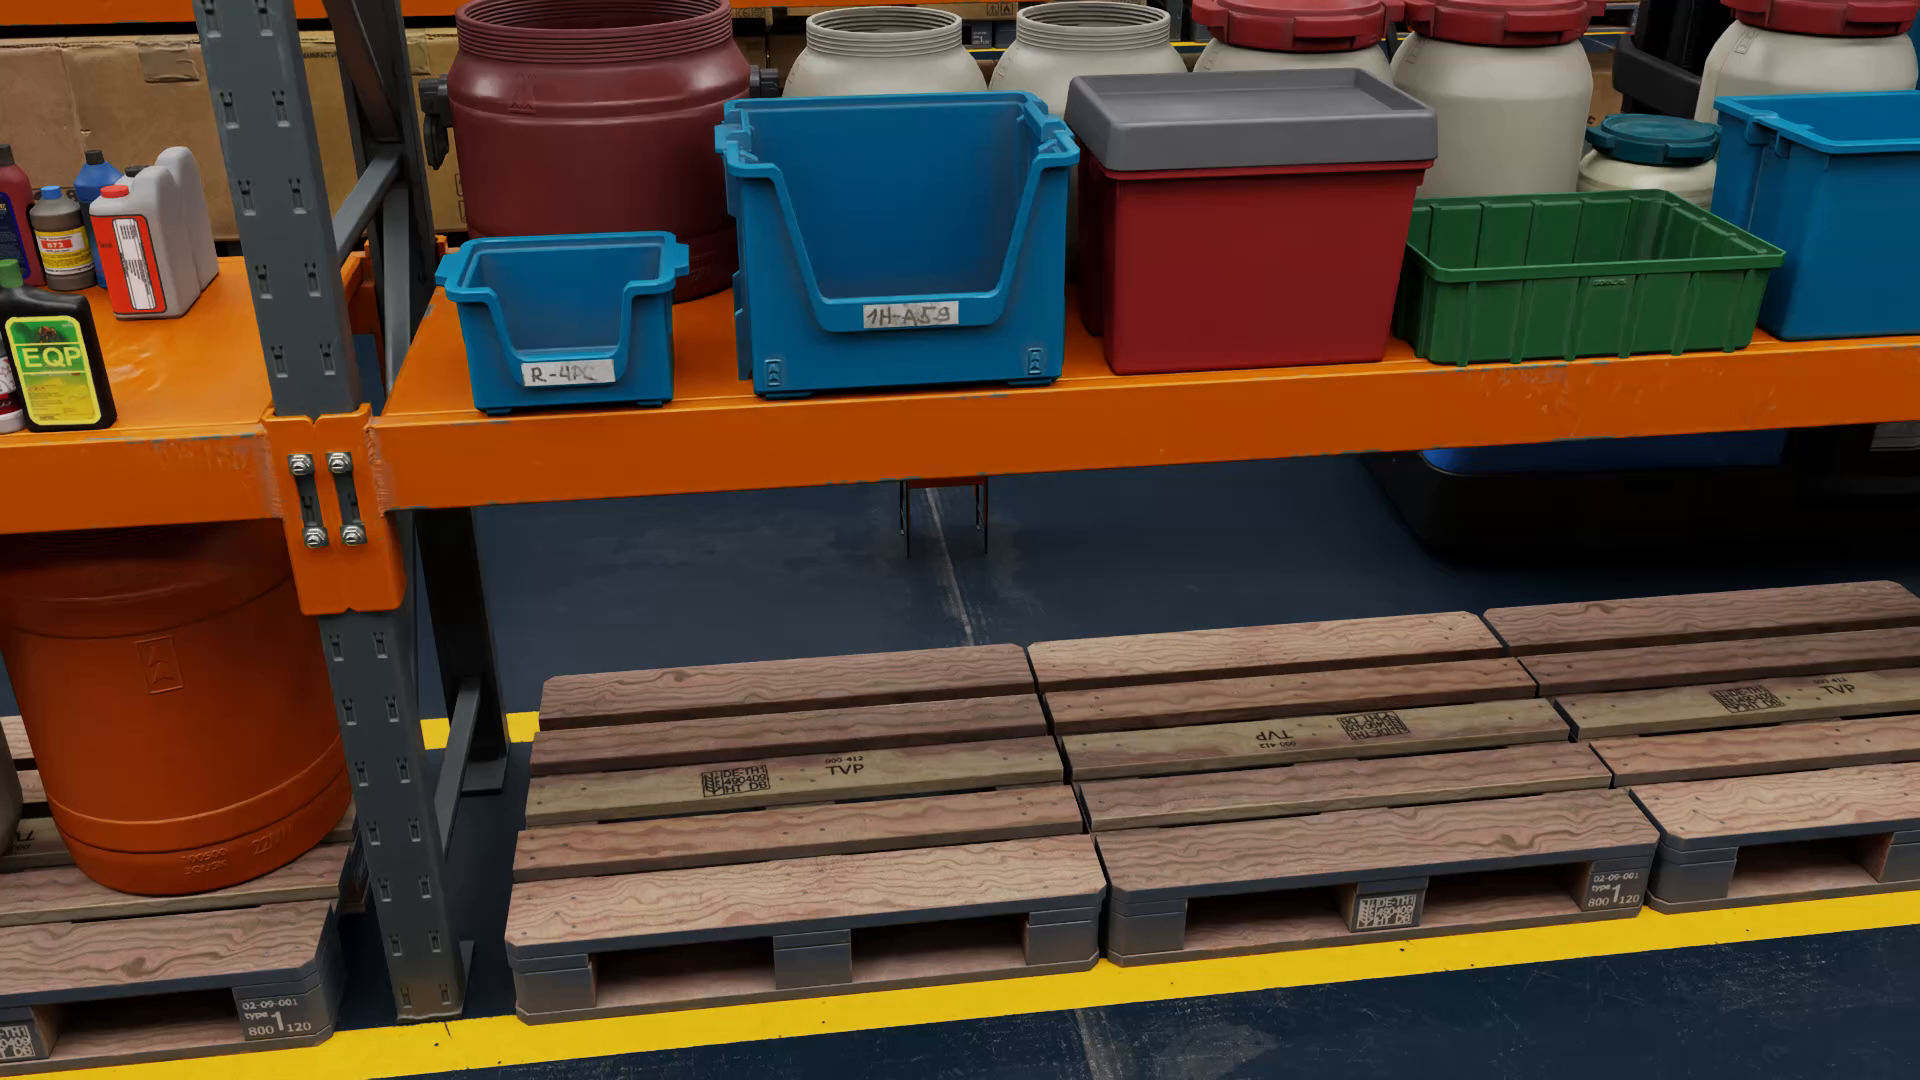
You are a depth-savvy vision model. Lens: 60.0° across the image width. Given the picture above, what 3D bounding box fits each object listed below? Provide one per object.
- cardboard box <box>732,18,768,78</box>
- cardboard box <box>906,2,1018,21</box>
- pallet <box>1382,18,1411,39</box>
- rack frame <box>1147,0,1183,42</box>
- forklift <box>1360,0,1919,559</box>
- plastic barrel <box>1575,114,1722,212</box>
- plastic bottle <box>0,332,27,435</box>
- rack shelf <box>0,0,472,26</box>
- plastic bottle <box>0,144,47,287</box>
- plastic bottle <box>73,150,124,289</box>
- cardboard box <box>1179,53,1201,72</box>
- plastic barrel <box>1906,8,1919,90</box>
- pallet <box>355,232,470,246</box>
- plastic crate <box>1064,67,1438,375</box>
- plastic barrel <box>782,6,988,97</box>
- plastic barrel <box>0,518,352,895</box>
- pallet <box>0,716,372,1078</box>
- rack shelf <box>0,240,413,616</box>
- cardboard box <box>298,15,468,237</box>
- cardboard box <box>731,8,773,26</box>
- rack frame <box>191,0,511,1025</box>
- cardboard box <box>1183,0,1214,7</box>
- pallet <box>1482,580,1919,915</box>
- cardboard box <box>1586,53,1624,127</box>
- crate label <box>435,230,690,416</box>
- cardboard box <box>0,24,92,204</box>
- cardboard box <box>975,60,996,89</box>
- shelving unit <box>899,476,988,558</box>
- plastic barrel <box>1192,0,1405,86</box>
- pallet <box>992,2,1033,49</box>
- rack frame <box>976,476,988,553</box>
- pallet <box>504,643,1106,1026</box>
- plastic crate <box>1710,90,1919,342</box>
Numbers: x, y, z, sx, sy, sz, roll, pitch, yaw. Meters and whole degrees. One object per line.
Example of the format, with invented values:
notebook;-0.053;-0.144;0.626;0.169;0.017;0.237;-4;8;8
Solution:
cardboard box;-1.169;-2.301;7.883;0.500;0.250;0.500;-3;27;-5
cardboard box;-0.017;-4.377;12.498;0.750;0.750;1.050;-4;27;-7
pallet;3.516;-4.182;13.169;1.213;0.211;1.003;-4;27;-7
rack frame;1.541;-5.331;12.353;0.127;3.000;1.000;-4;27;-7
forklift;2.886;-1.503;4.969;3.031;2.935;1.130;-2;27;-4
plastic barrel;1.490;-0.767;3.610;0.301;0.262;0.301;0;27;0
plastic bottle;-1.597;-0.282;2.732;0.097;0.201;0.097;0;27;0
rack shelf;-3.809;-2.380;7.391;4.000;0.370;1.077;-4;27;-7
plastic bottle;-1.944;-0.655;3.368;0.133;0.283;0.061;-4;27;-7
plastic bottle;-1.731;-0.655;3.381;0.097;0.271;0.097;0;27;0
cardboard box;1.046;-2.114;8.341;0.500;0.500;0.700;-4;27;-7
plastic barrel;2.398;-1.178;3.712;0.708;0.901;0.600;-4;27;-7
pallet;-2.620;-1.571;8.080;1.213;0.211;1.003;-4;27;-7
plastic crate;0.504;-0.581;3.027;0.583;0.464;0.402;-4;27;-7
plastic barrel;-0.150;-0.800;3.401;0.421;0.512;0.421;0;27;0
plastic barrel;-1.621;0.229;3.435;0.708;0.830;0.600;-4;27;-7
pallet;-1.914;0.721;3.613;1.213;0.211;1.003;-4;27;-7
rack shelf;-3.119;-0.141;3.027;4.000;0.370;1.077;-4;27;-7
cardboard box;-2.515;-2.035;7.797;0.875;0.875;1.225;-5;28;-10
cardboard box;-1.804;-4.260;12.271;0.750;0.750;1.050;-4;27;-8
rack frame;-1.139;-0.588;3.111;0.127;3.000;1.000;-4;27;-7
cardboard box;2.174;-4.580;12.759;0.875;0.875;0.875;-3;27;-6
pallet;2.050;0.465;4.112;1.213;0.211;1.003;-4;27;-7
cardboard box;3.100;-2.204;8.538;0.500;0.500;0.500;5;28;9
crate label;-0.669;-0.371;2.871;0.416;0.233;0.303;-4;27;-7
cardboard box;-4.274;-1.922;7.577;0.875;0.875;1.225;-5;28;-9
cardboard box;-0.060;-2.043;8.202;0.500;0.500;0.700;-1;27;-3
shelving unit;-0.053;-0.464;5.004;0.252;1.050;0.215;-4;27;-7
plastic barrel;0.689;-0.867;3.506;0.433;0.535;0.433;0;27;0
pallet;0.788;-4.007;12.828;1.213;0.211;1.003;-4;27;-7
rack frame;0.068;-0.471;5.019;0.008;1.050;0.200;-4;27;-7
pallet;-0.366;0.620;3.810;1.213;0.211;1.003;-4;27;-7
plastic crate;1.773;-0.625;3.200;0.575;0.384;0.392;-4;27;-7
